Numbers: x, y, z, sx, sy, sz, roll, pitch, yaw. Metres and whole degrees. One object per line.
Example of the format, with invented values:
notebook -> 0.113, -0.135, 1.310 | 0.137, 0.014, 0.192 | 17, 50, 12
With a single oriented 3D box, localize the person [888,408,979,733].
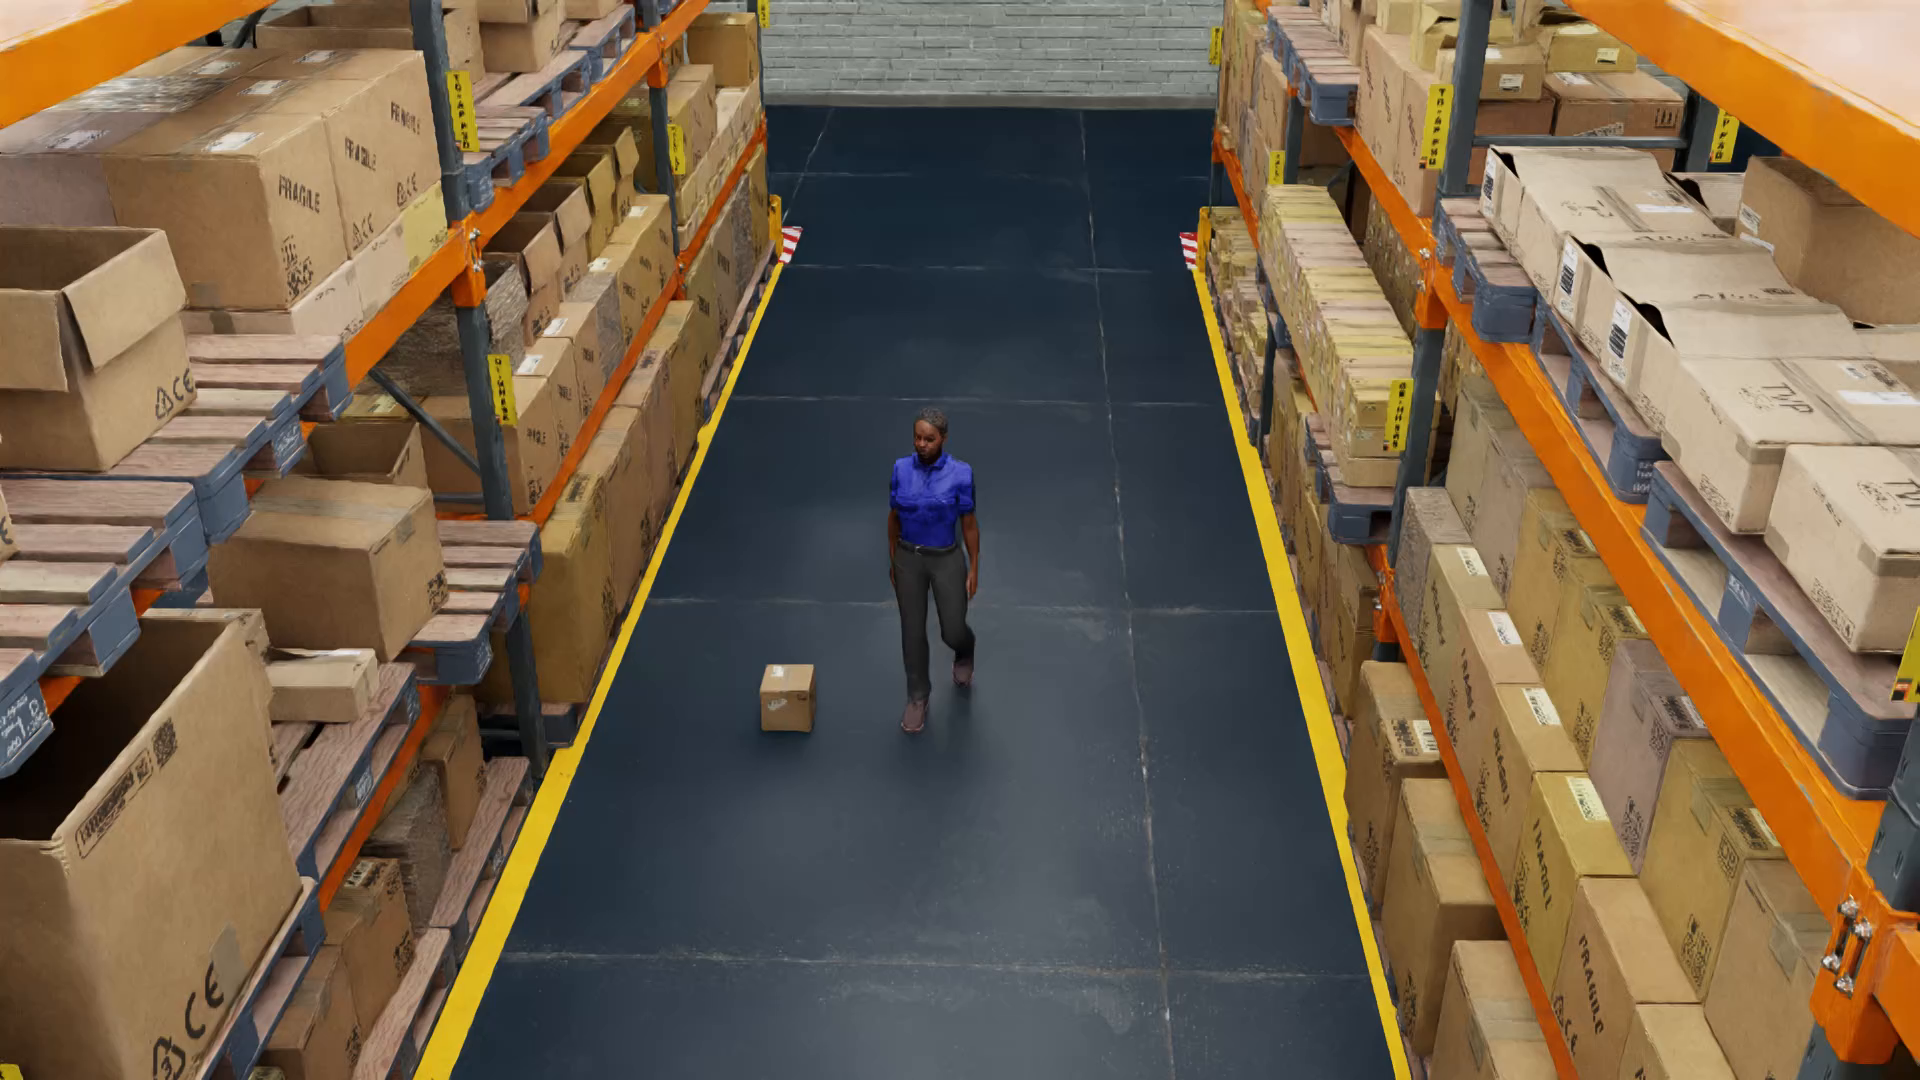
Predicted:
person -> -0.137, 0.122, 8.400 | 0.482, 1.654, 0.649 | 6, 29, 11
